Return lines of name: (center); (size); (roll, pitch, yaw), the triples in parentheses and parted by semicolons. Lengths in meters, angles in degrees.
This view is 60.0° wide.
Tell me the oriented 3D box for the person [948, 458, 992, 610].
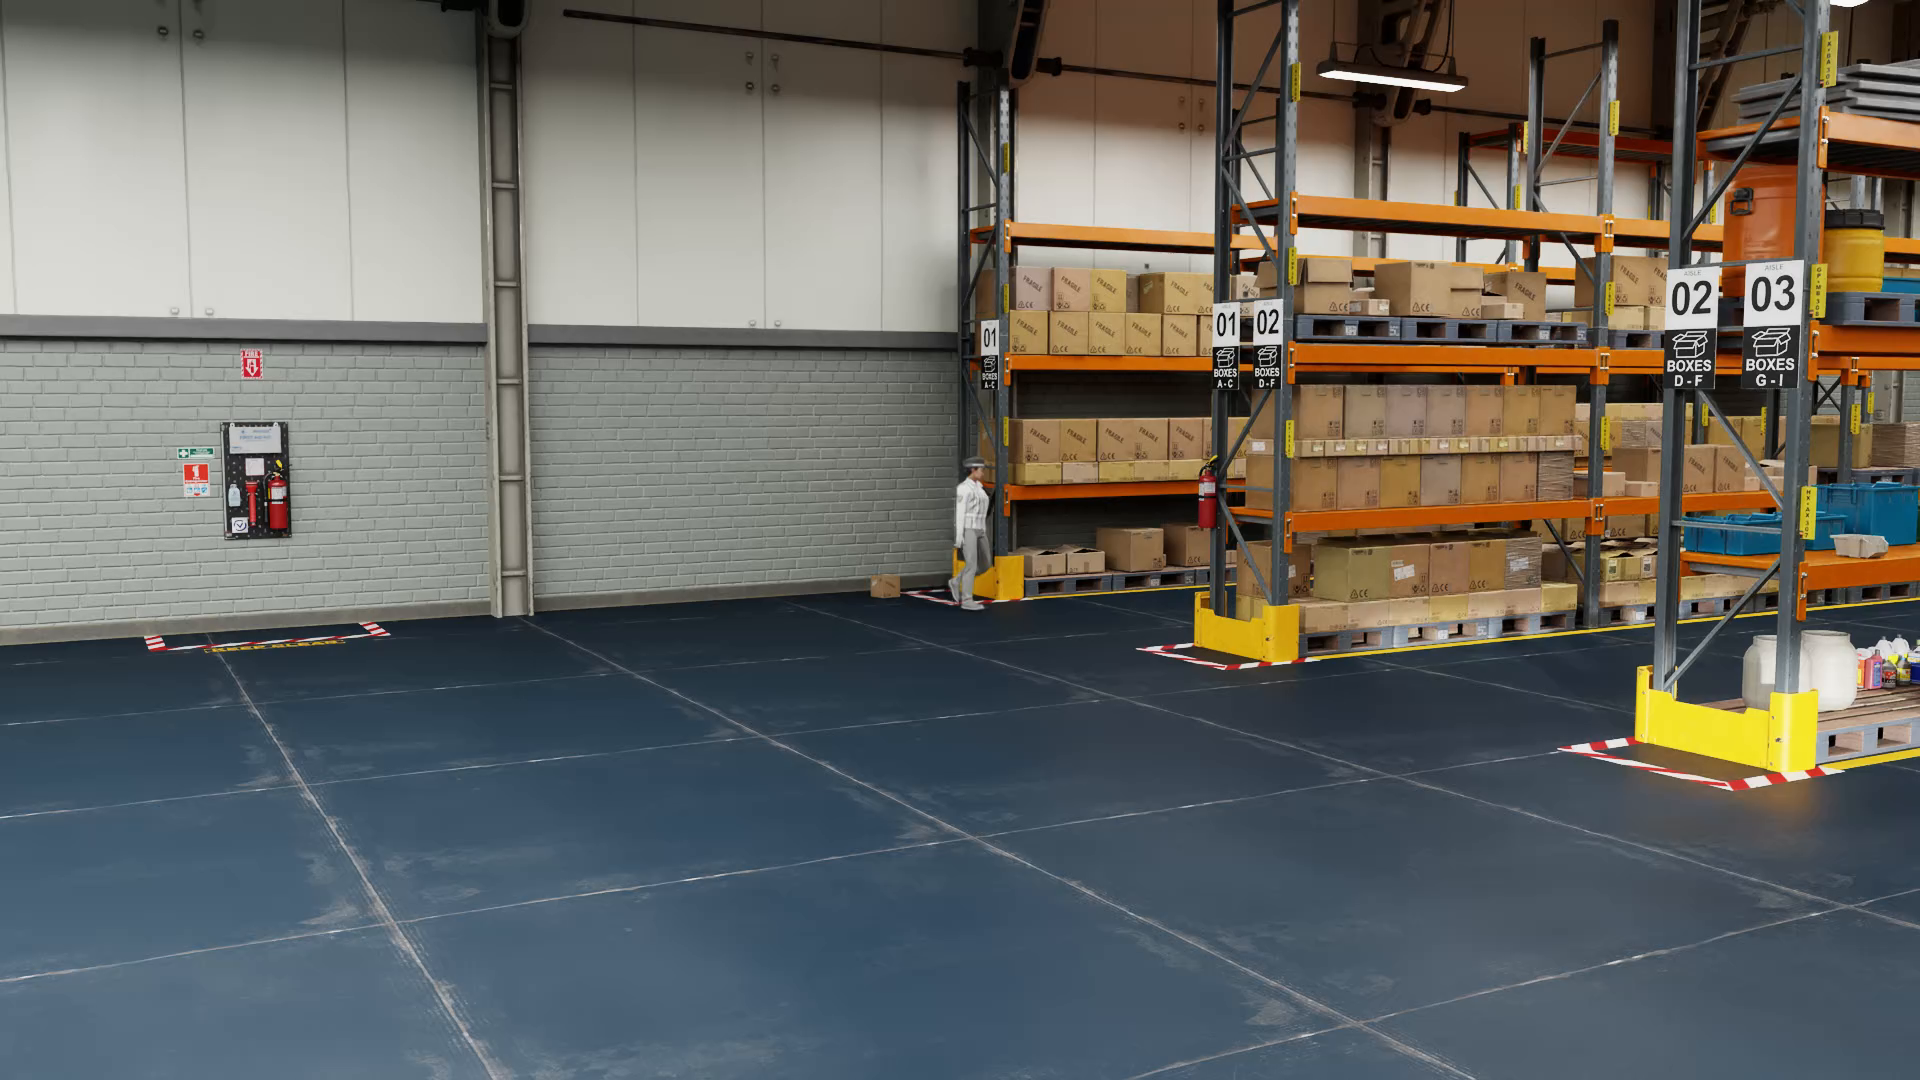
person: (0.101, -0.078, 18.234); (0.553, 1.649, 0.533); (3, 6, 30)
